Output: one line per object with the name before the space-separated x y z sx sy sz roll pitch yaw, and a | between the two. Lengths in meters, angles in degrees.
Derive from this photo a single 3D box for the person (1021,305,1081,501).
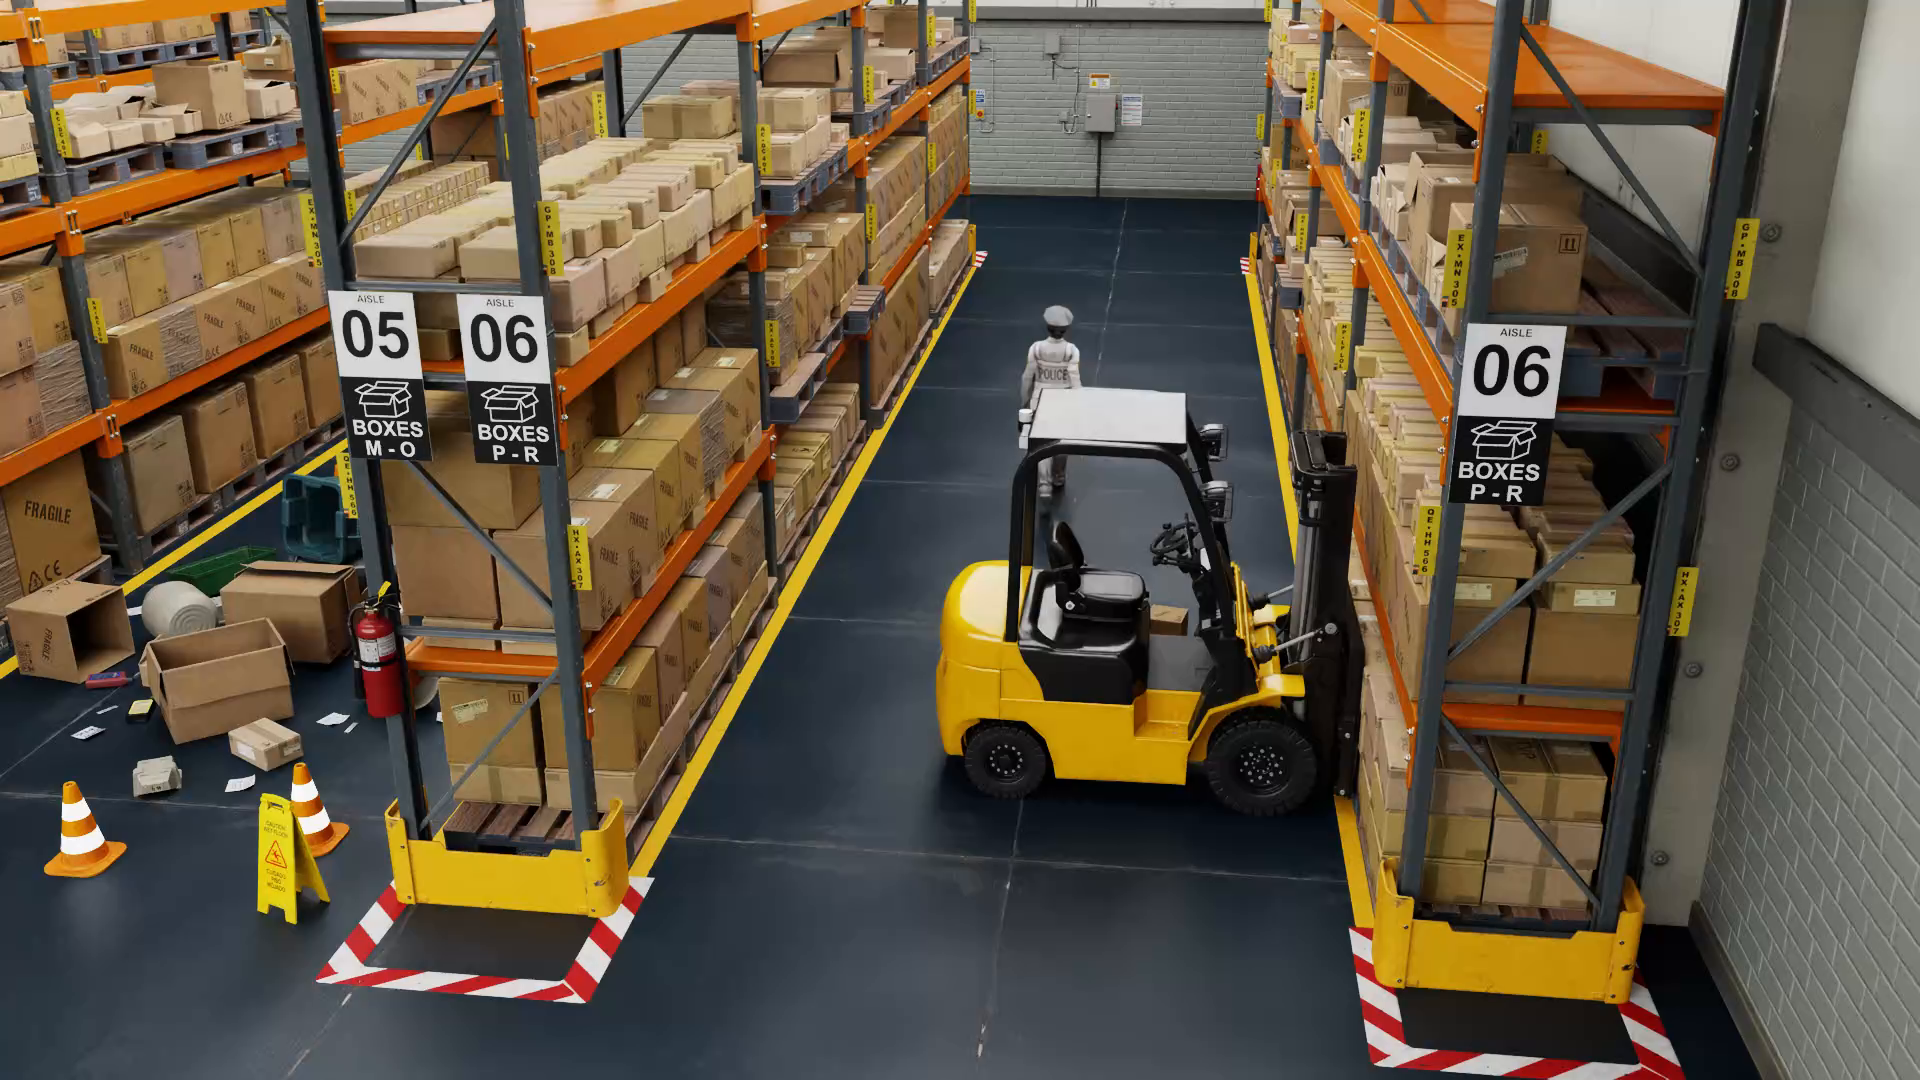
person | 0.767 -1.161 14.007 0.510 1.645 0.973 1 21 3
